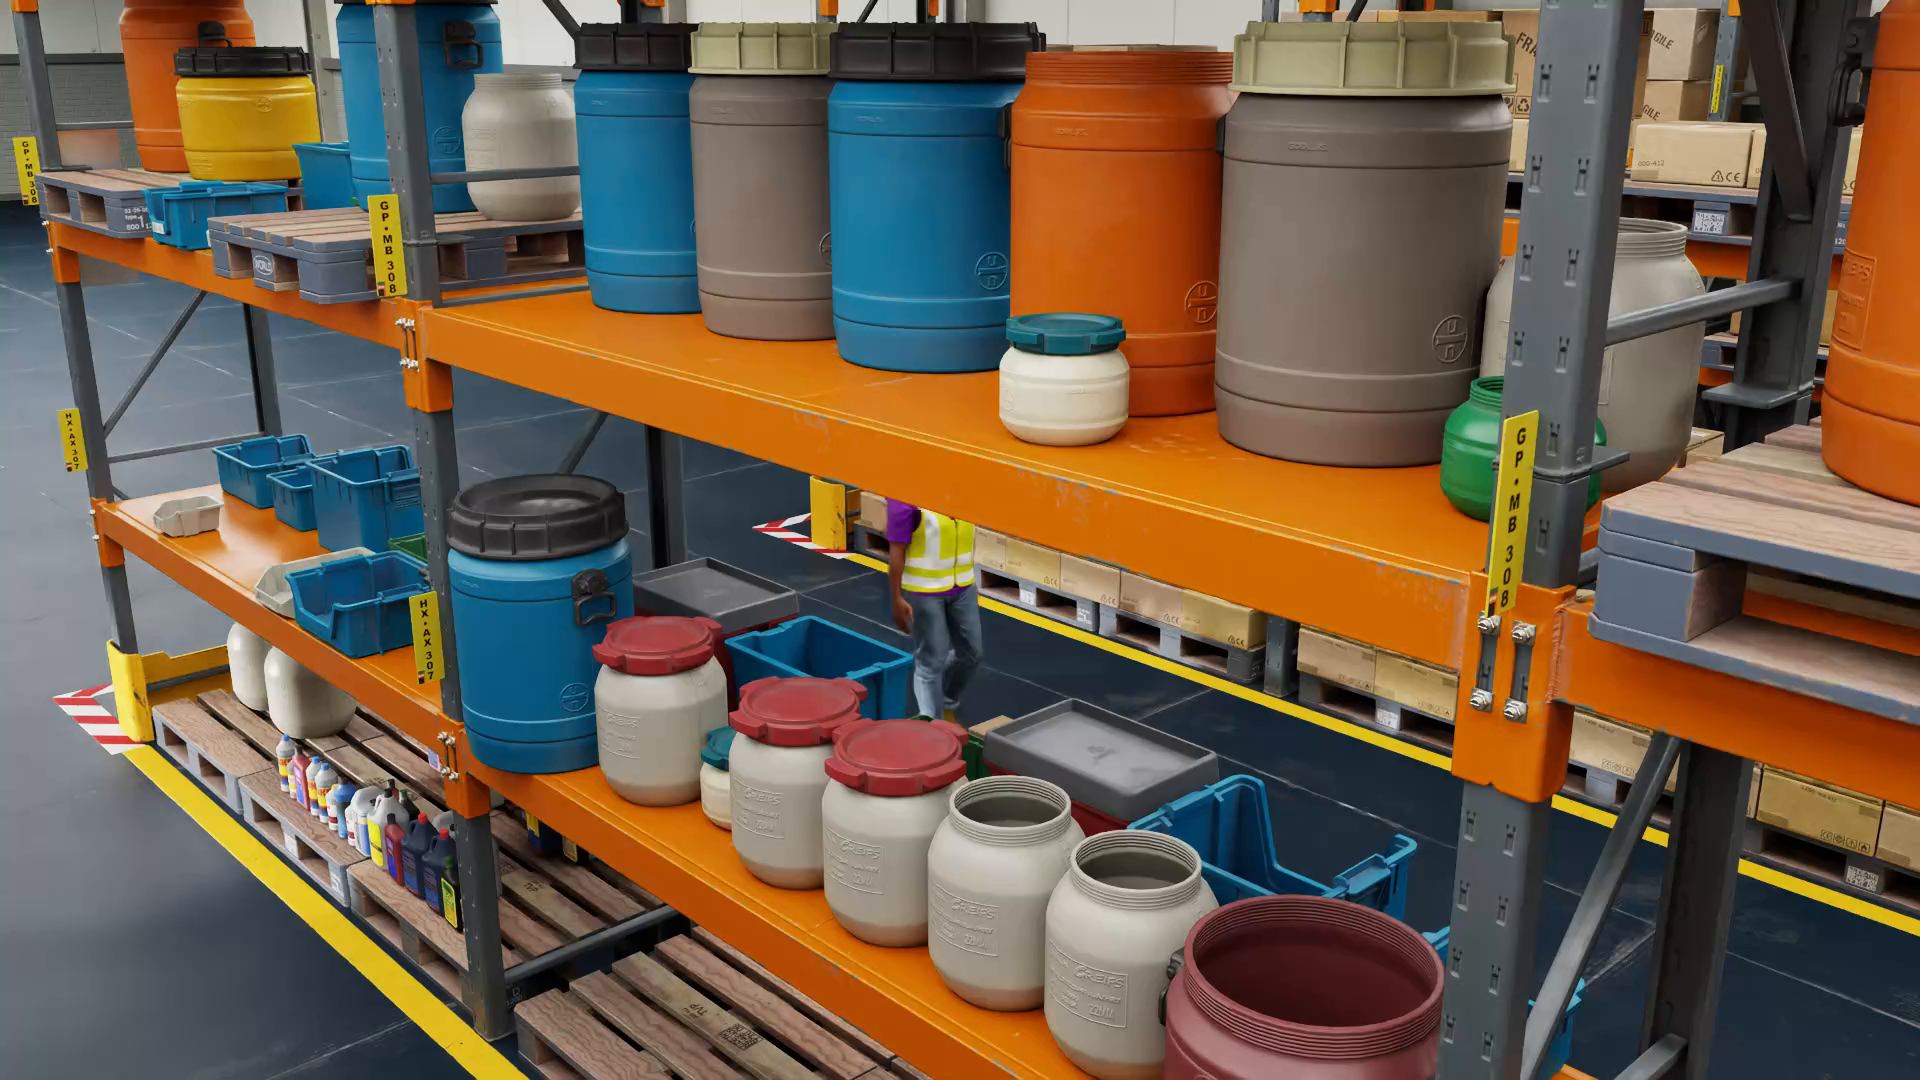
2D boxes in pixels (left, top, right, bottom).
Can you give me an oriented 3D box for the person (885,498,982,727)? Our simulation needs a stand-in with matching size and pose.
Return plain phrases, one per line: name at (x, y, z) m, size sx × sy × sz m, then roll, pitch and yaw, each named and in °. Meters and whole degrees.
person at (-0.123, 0.265, 8.675) m, size 0.600 × 1.791 × 0.542 m, roll -16°, pitch 23°, yaw -41°
